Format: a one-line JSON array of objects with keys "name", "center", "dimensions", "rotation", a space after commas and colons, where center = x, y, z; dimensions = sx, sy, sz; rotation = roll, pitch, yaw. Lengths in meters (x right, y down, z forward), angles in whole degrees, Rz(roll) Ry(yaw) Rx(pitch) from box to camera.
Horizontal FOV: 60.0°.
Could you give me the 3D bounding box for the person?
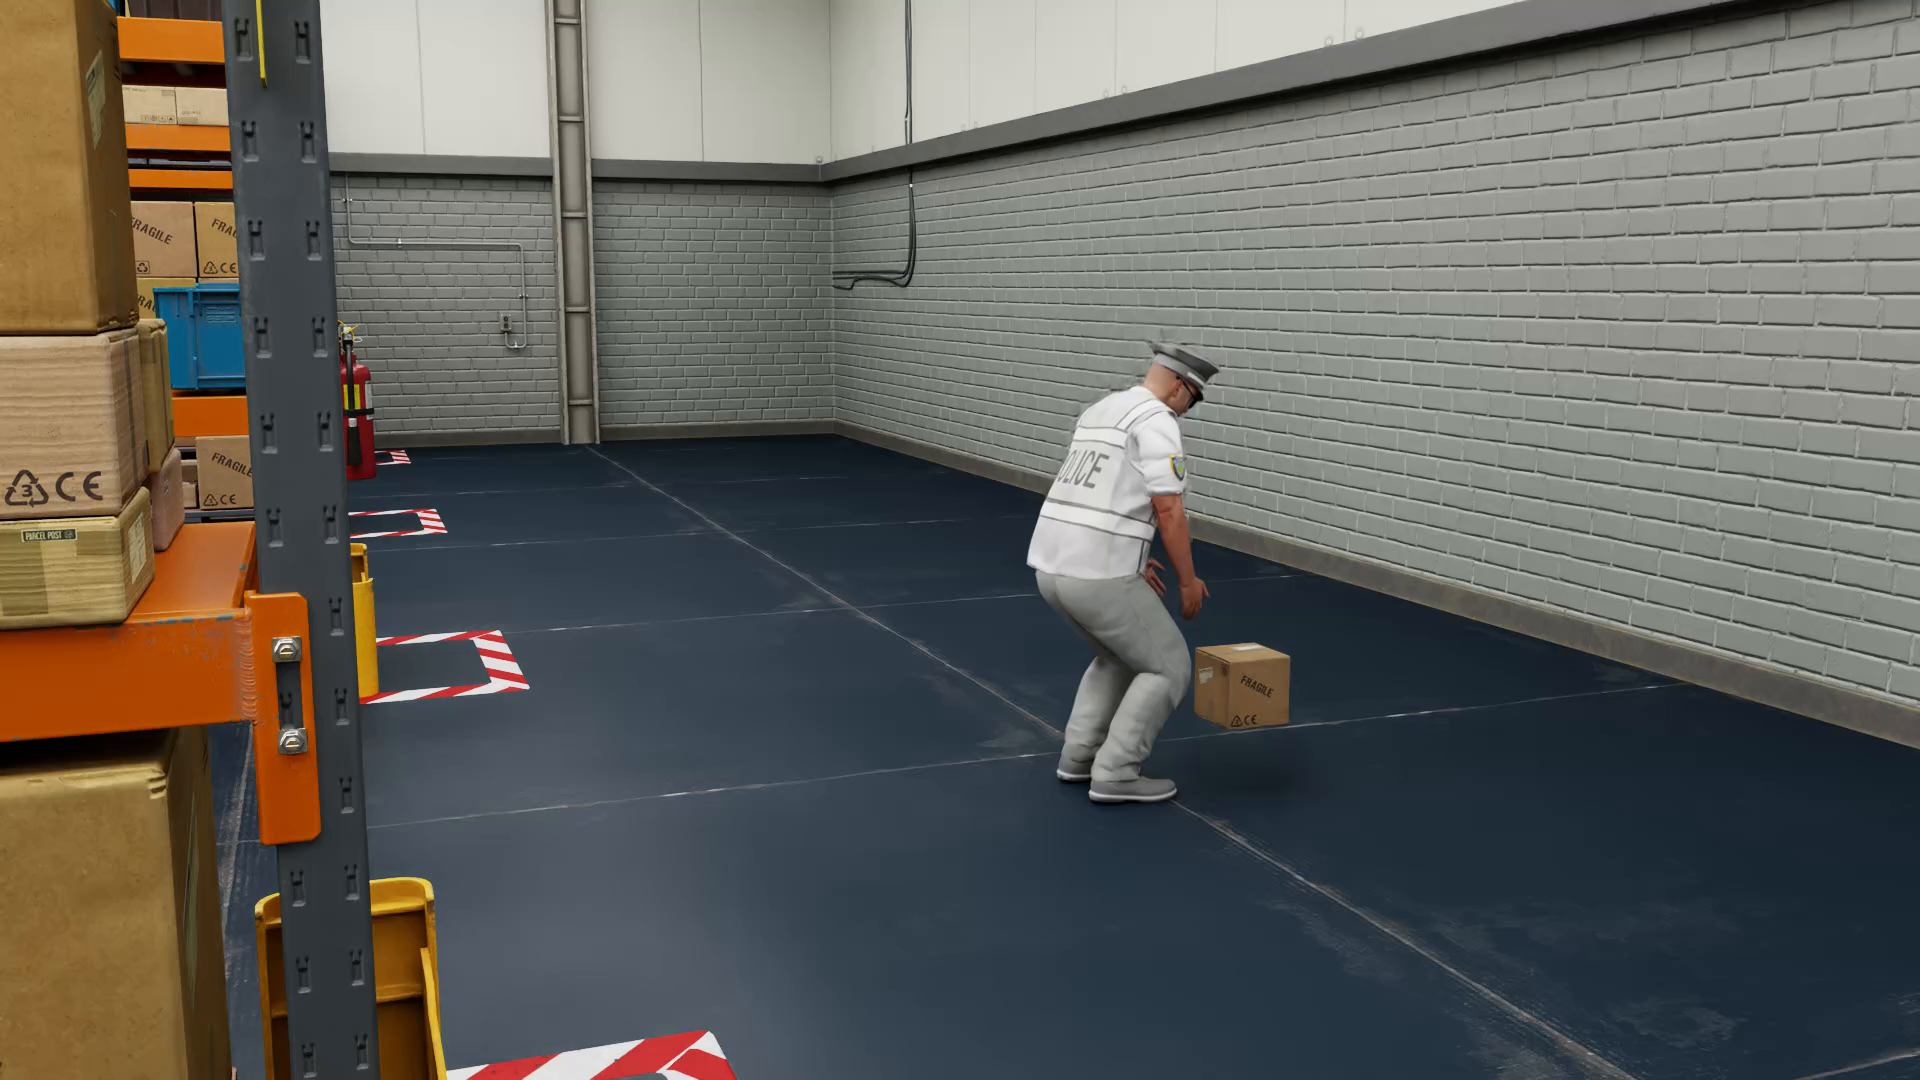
[{"name": "person", "center": [0.573, 0.100, 5.817], "dimensions": [0.682, 1.572, 0.584], "rotation": [-3, 9, -20]}]
